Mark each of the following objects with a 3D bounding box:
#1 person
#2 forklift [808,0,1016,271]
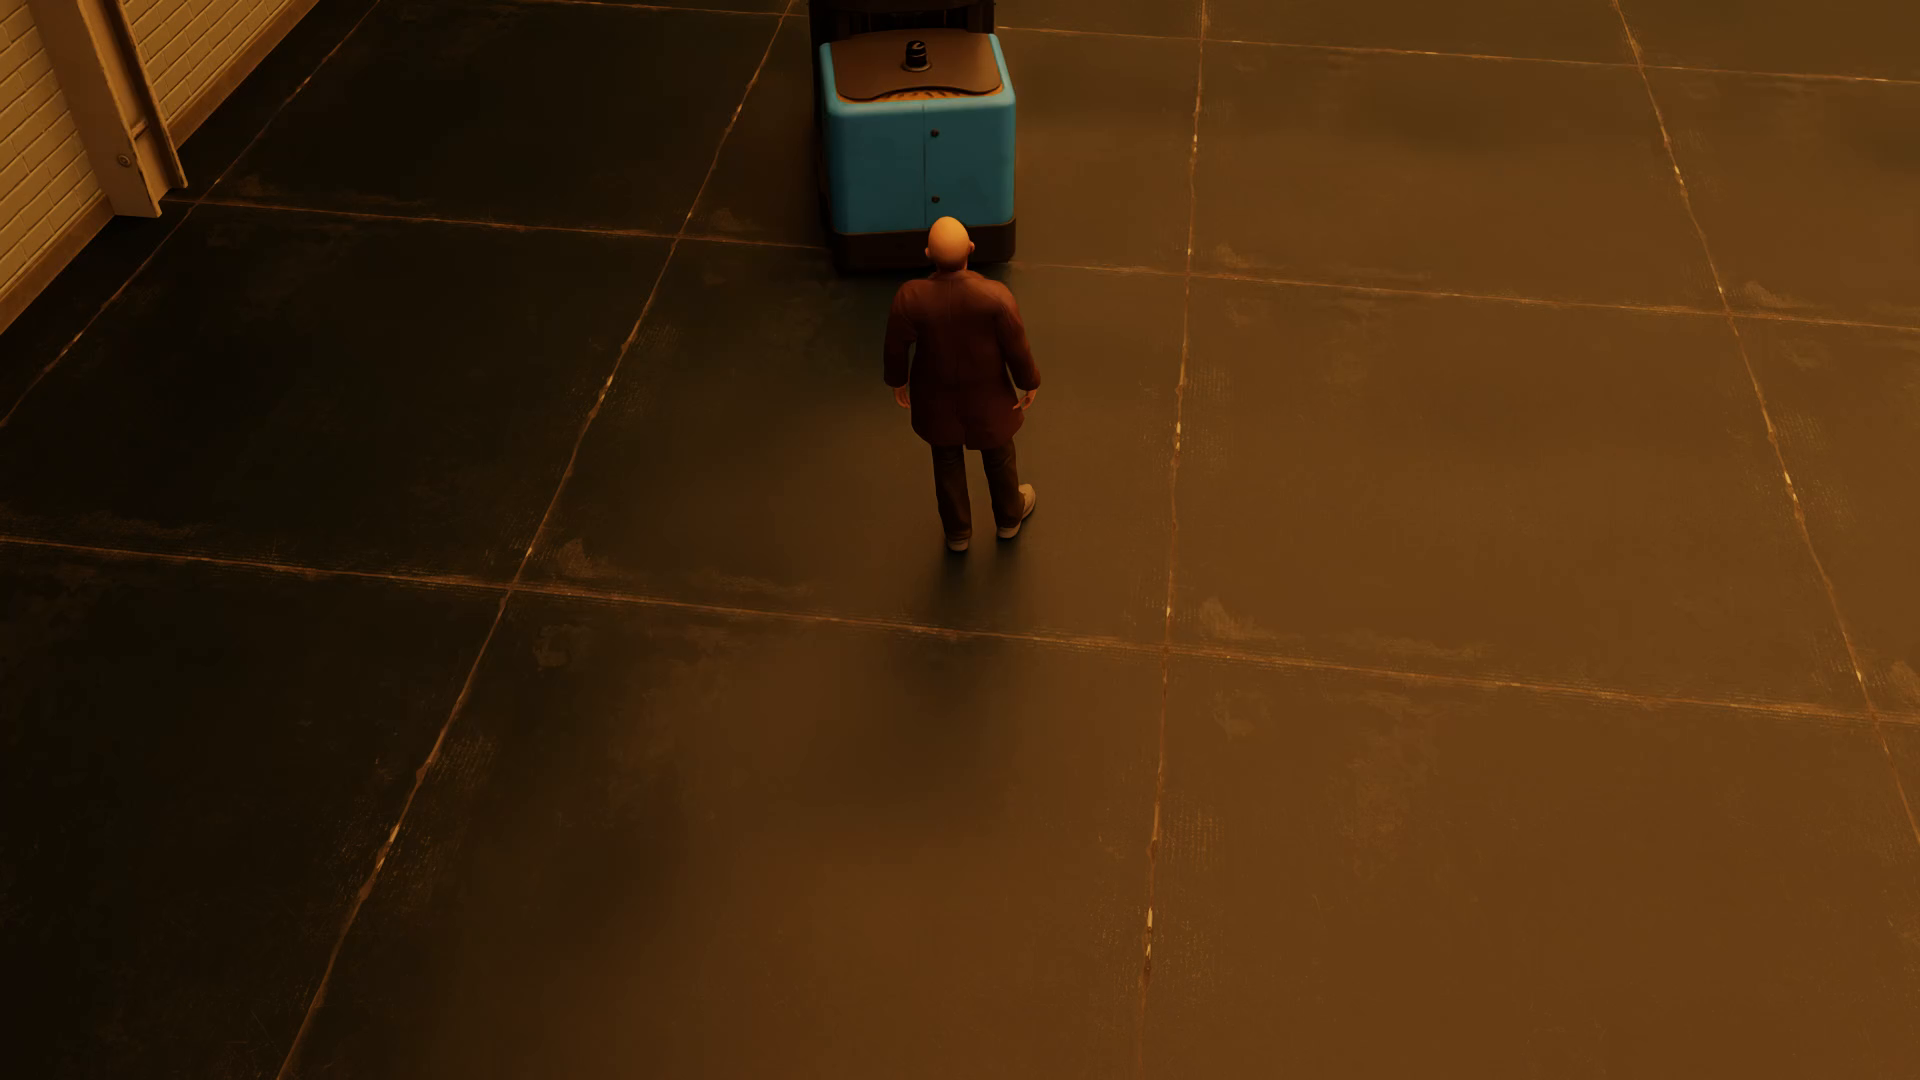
[{"bbox_3d":[0.017,-0.720,7.350,0.696,1.776,0.582,5,43,6],"label":"person"},{"bbox_3d":[-0.373,-3.605,9.649,1.130,2.935,3.031,-5,43,-5],"label":"forklift"}]
